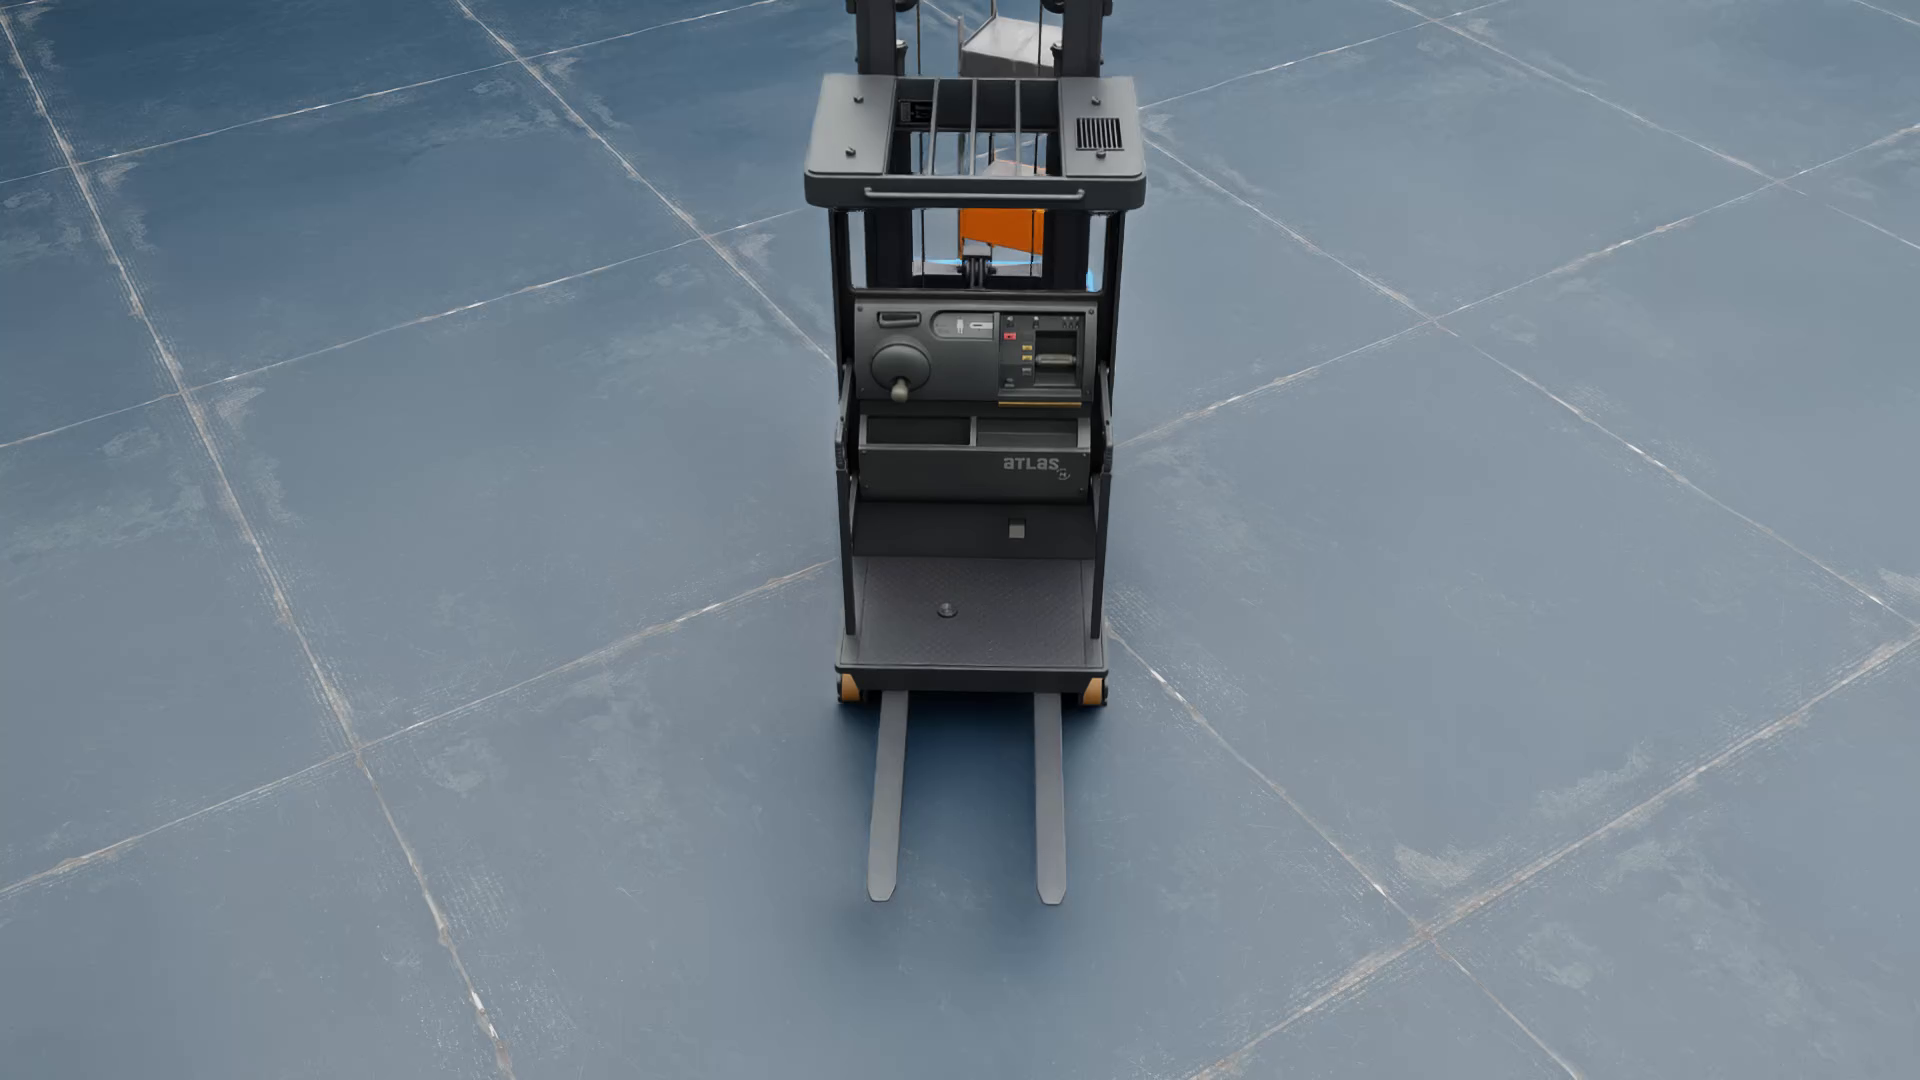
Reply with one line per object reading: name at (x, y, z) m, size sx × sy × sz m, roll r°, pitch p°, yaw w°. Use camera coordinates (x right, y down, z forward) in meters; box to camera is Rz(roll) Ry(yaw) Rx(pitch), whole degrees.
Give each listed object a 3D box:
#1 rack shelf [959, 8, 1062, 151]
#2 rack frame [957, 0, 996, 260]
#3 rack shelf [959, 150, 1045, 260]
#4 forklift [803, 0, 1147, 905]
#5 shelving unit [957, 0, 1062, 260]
rack shelf at (0.299, -2.026, 7.469) m, size 0.480 × 0.518 × 0.431 m, roll 16°, pitch 42°, yaw 18°
rack frame at (0.076, -1.563, 7.985) m, size 0.015 × 2.100 × 0.400 m, roll 16°, pitch 42°, yaw 18°
rack shelf at (0.299, -1.489, 7.917) m, size 0.480 × 0.518 × 0.431 m, roll 16°, pitch 42°, yaw 18°
forklift at (0.056, -0.644, 6.234) m, size 1.130 × 2.935 × 3.031 m, roll 1°, pitch 40°, yaw 1°
shelving unit at (0.299, -1.499, 7.909) m, size 0.503 × 2.100 × 0.431 m, roll 16°, pitch 42°, yaw 18°
